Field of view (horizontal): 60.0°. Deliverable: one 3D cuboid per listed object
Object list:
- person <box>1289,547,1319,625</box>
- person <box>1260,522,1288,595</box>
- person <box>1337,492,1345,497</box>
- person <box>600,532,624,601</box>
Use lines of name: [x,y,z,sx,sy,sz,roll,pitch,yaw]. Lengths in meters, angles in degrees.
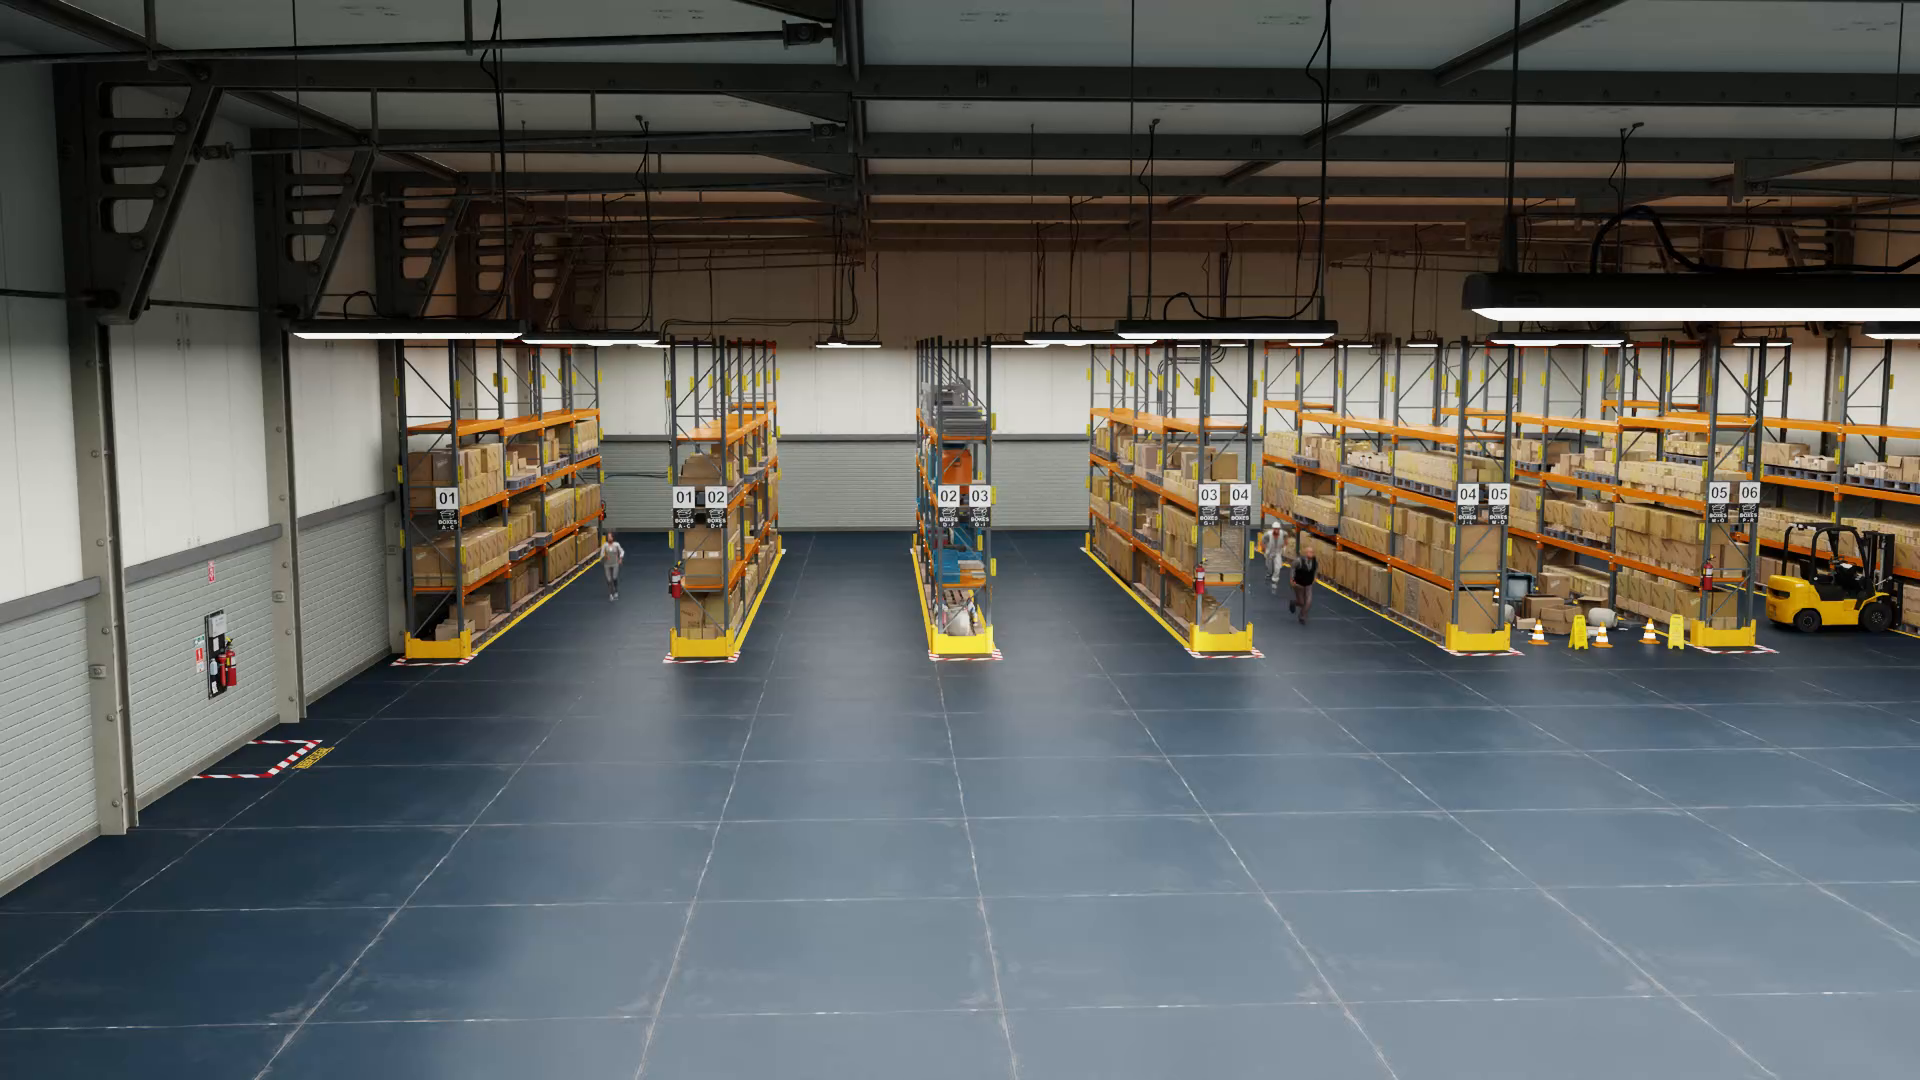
person: [7.225,0.946,35.079,0.656,1.665,0.810,-2,7,-19]
person: [7.457,0.395,39.642,0.687,1.728,1.047,-1,7,-5]
person: [10.897,-0.557,47.541,0.664,1.804,0.958,-4,8,-31]
person: [-7.963,0.609,38.027,0.510,1.570,0.636,-1,7,-5]
